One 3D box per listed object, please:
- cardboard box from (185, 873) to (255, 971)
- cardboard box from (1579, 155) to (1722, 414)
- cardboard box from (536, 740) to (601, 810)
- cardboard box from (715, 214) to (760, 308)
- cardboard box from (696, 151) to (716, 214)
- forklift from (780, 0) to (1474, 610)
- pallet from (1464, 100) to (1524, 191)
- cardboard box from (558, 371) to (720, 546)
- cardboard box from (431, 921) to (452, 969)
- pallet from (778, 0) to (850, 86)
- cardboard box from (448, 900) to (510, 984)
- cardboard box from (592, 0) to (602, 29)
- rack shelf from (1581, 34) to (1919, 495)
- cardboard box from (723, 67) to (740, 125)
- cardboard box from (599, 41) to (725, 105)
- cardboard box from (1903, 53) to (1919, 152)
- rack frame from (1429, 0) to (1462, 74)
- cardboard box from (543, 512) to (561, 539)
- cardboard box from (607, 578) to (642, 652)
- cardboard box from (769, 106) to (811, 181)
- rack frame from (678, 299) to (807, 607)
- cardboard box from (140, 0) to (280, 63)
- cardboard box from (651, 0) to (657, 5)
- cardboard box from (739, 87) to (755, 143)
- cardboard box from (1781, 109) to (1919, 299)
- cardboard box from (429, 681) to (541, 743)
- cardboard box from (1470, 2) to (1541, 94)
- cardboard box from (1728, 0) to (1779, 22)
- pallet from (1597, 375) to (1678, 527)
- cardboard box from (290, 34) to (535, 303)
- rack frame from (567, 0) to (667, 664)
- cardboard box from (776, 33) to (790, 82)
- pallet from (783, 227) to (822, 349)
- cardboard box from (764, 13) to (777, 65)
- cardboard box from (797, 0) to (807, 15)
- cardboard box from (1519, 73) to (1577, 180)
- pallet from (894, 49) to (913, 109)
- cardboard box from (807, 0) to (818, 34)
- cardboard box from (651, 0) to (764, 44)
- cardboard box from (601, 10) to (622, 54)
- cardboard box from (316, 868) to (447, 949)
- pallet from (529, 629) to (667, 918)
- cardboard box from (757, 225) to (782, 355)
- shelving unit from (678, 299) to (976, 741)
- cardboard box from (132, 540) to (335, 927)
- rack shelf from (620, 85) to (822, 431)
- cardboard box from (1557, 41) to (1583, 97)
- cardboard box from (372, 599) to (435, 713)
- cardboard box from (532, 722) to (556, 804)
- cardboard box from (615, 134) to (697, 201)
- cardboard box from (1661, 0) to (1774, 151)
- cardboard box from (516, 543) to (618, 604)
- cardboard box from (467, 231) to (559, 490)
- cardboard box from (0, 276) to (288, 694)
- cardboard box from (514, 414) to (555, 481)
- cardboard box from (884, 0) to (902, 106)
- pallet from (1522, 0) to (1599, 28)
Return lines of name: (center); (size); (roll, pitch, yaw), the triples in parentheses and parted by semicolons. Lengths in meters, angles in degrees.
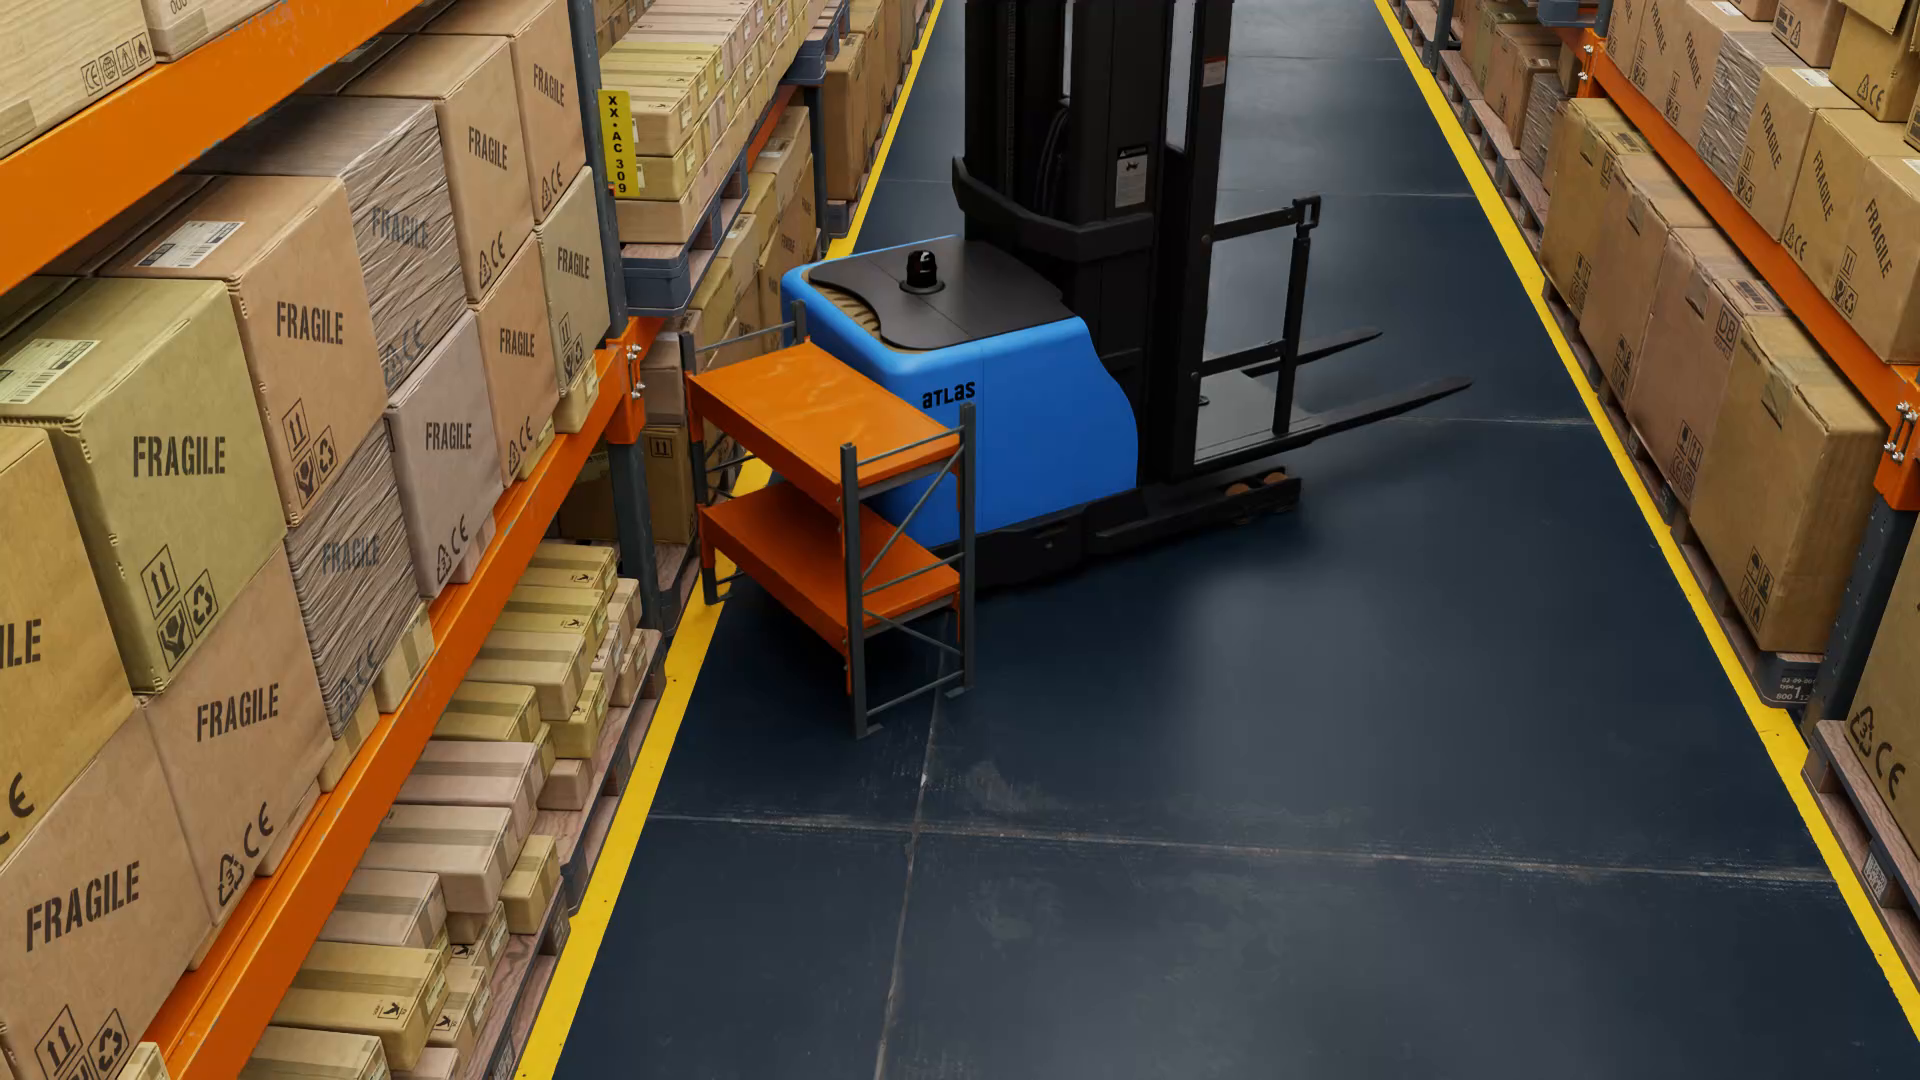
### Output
cardboard box: (-1.557, 0.647, 3.081); (0.380, 0.149, 0.250); (2, 32, 3)
cardboard box: (3.534, -1.116, 7.327); (1.225, 0.875, 0.875); (3, 32, 4)
cardboard box: (-1.324, 0.687, 5.093); (0.380, 0.149, 0.250); (1, 32, 2)
cardboard box: (-1.160, -1.195, 7.097); (0.500, 0.250, 0.500); (4, 32, 6)
cardboard box: (-1.063, -1.244, 5.749); (0.380, 0.149, 0.250); (3, 32, 5)
forklift: (0.832, -1.536, 6.449); (3.031, 2.935, 1.130); (-16, 35, -25)
pallet: (3.858, -2.525, 10.647); (1.003, 0.211, 1.213); (2, 32, 4)
cardboard box: (-1.245, -0.331, 6.410); (0.500, 0.500, 0.500); (4, 32, 6)
cardboard box: (-1.518, 1.067, 4.194); (0.380, 0.149, 0.250); (4, 32, 6)
pallet: (-1.196, -2.474, 8.088); (1.213, 0.211, 1.003); (2, 32, 4)
cardboard box: (-1.435, 1.088, 4.442); (0.380, 0.149, 0.250); (3, 32, 5)
cardboard box: (-1.625, -2.066, 6.515); (0.380, 0.149, 0.250); (1, 32, 2)
rack shelf: (3.528, -1.316, 6.712); (1.077, 0.370, 4.000); (2, 32, 4)
cardboard box: (-1.019, -1.632, 6.095); (0.380, 0.149, 0.250); (1, 32, 2)
cardboard box: (-1.039, -1.632, 5.812); (0.380, 0.149, 0.250); (3, 32, 4)
cardboard box: (3.409, -1.380, 5.079); (0.797, 0.503, 0.637); (2, 32, 3)
rack frame: (4.017, -4.759, 11.614); (1.000, 3.000, 0.127); (2, 32, 4)
cardboard box: (-1.761, -0.353, 6.446); (0.500, 0.500, 0.500); (2, 32, 3)
cardboard box: (-1.279, 0.246, 5.526); (0.380, 0.149, 0.250); (3, 32, 5)
cardboard box: (-1.039, -1.997, 8.400); (0.500, 0.250, 0.500); (2, 32, 3)
rack frame: (-0.768, -0.309, 6.179); (0.500, 1.125, 0.032); (-21, 38, -31)
cardboard box: (-1.475, -1.001, 2.799); (0.500, 0.250, 0.500); (2, 32, 4)
cardboard box: (-1.542, -2.473, 7.460); (0.380, 0.149, 0.250); (3, 32, 4)
cardboard box: (-0.997, -1.639, 6.390); (0.380, 0.149, 0.250); (1, 32, 2)
cardboard box: (3.178, -1.133, 5.635); (0.500, 0.500, 0.500); (3, 32, 6)
cardboard box: (-1.433, 0.536, 4.771); (0.380, 0.149, 0.250); (3, 32, 6)
cardboard box: (3.888, -3.314, 11.231); (0.700, 0.500, 0.500); (2, 32, 4)
cardboard box: (3.559, -2.415, 6.758); (0.797, 0.503, 0.637); (3, 32, 5)
pallet: (3.450, -0.435, 7.255); (1.003, 0.211, 1.213); (2, 32, 4)
cardboard box: (-1.375, -0.908, 4.032); (0.500, 0.500, 0.500); (1, 32, 2)
rack frame: (-1.570, -0.841, 5.255); (1.000, 3.000, 0.127); (2, 32, 4)
cardboard box: (-0.936, -2.056, 7.067); (0.380, 0.149, 0.250); (3, 32, 5)
pallet: (-1.309, -1.337, 8.718); (1.003, 0.211, 1.213); (2, 32, 4)
cardboard box: (-0.954, -2.044, 6.763); (0.380, 0.149, 0.250); (2, 32, 3)
cardboard box: (-0.890, -2.445, 7.414); (0.380, 0.149, 0.250); (3, 32, 4)
cardboard box: (3.758, -2.433, 9.802); (0.700, 0.500, 0.500); (0, 32, 0)
pallet: (-0.906, -3.430, 12.115); (1.003, 0.211, 1.213); (2, 32, 4)
cardboard box: (-0.869, -2.462, 7.726); (0.380, 0.149, 0.250); (3, 32, 5)
cardboard box: (-0.975, -2.028, 6.454); (0.380, 0.149, 0.250); (4, 32, 6)
cardboard box: (-1.605, -2.072, 6.809); (0.380, 0.149, 0.250); (4, 32, 6)
cardboard box: (-1.502, 0.948, 4.102); (0.380, 0.149, 0.250); (3, 32, 4)
pallet: (-1.589, 0.699, 5.415); (1.003, 0.211, 1.213); (2, 32, 4)
cardboard box: (-1.110, -1.143, 7.728); (0.500, 0.500, 0.500); (1, 32, 2)
shelving unit: (-0.463, -0.096, 5.833); (0.538, 1.125, 1.048); (-21, 38, -31)
cardboard box: (-1.513, 0.322, 2.990); (0.500, 0.500, 0.500); (3, 32, 5)
rack shelf: (-1.407, -1.580, 7.141); (1.077, 0.370, 4.000); (2, 32, 4)
cardboard box: (3.749, -2.740, 9.585); (0.500, 0.250, 0.500); (6, 32, 10)
cardboard box: (-1.416, 0.246, 3.731); (0.380, 0.149, 0.250); (3, 32, 5)
cardboard box: (-1.411, 0.656, 4.861); (0.380, 0.149, 0.250); (3, 32, 4)
cardboard box: (-1.079, -1.226, 5.435); (0.380, 0.149, 0.250); (3, 32, 5)
cardboard box: (3.302, -1.930, 6.927); (0.500, 0.500, 0.500); (2, 32, 3)
cardboard box: (-1.340, 0.138, 5.417); (0.380, 0.149, 0.250); (3, 32, 5)
cardboard box: (-1.371, -0.474, 4.281); (0.500, 0.500, 0.500); (2, 32, 3)
cardboard box: (-1.495, -0.103, 2.726); (0.500, 0.500, 0.500); (2, 32, 3)
cardboard box: (-1.354, -0.298, 4.614); (0.380, 0.149, 0.250); (4, 32, 6)
cardboard box: (-0.962, -3.412, 11.172); (1.050, 0.750, 0.750); (2, 32, 4)
pallet: (3.643, -2.963, 8.882); (1.213, 0.211, 1.003); (2, 32, 4)
